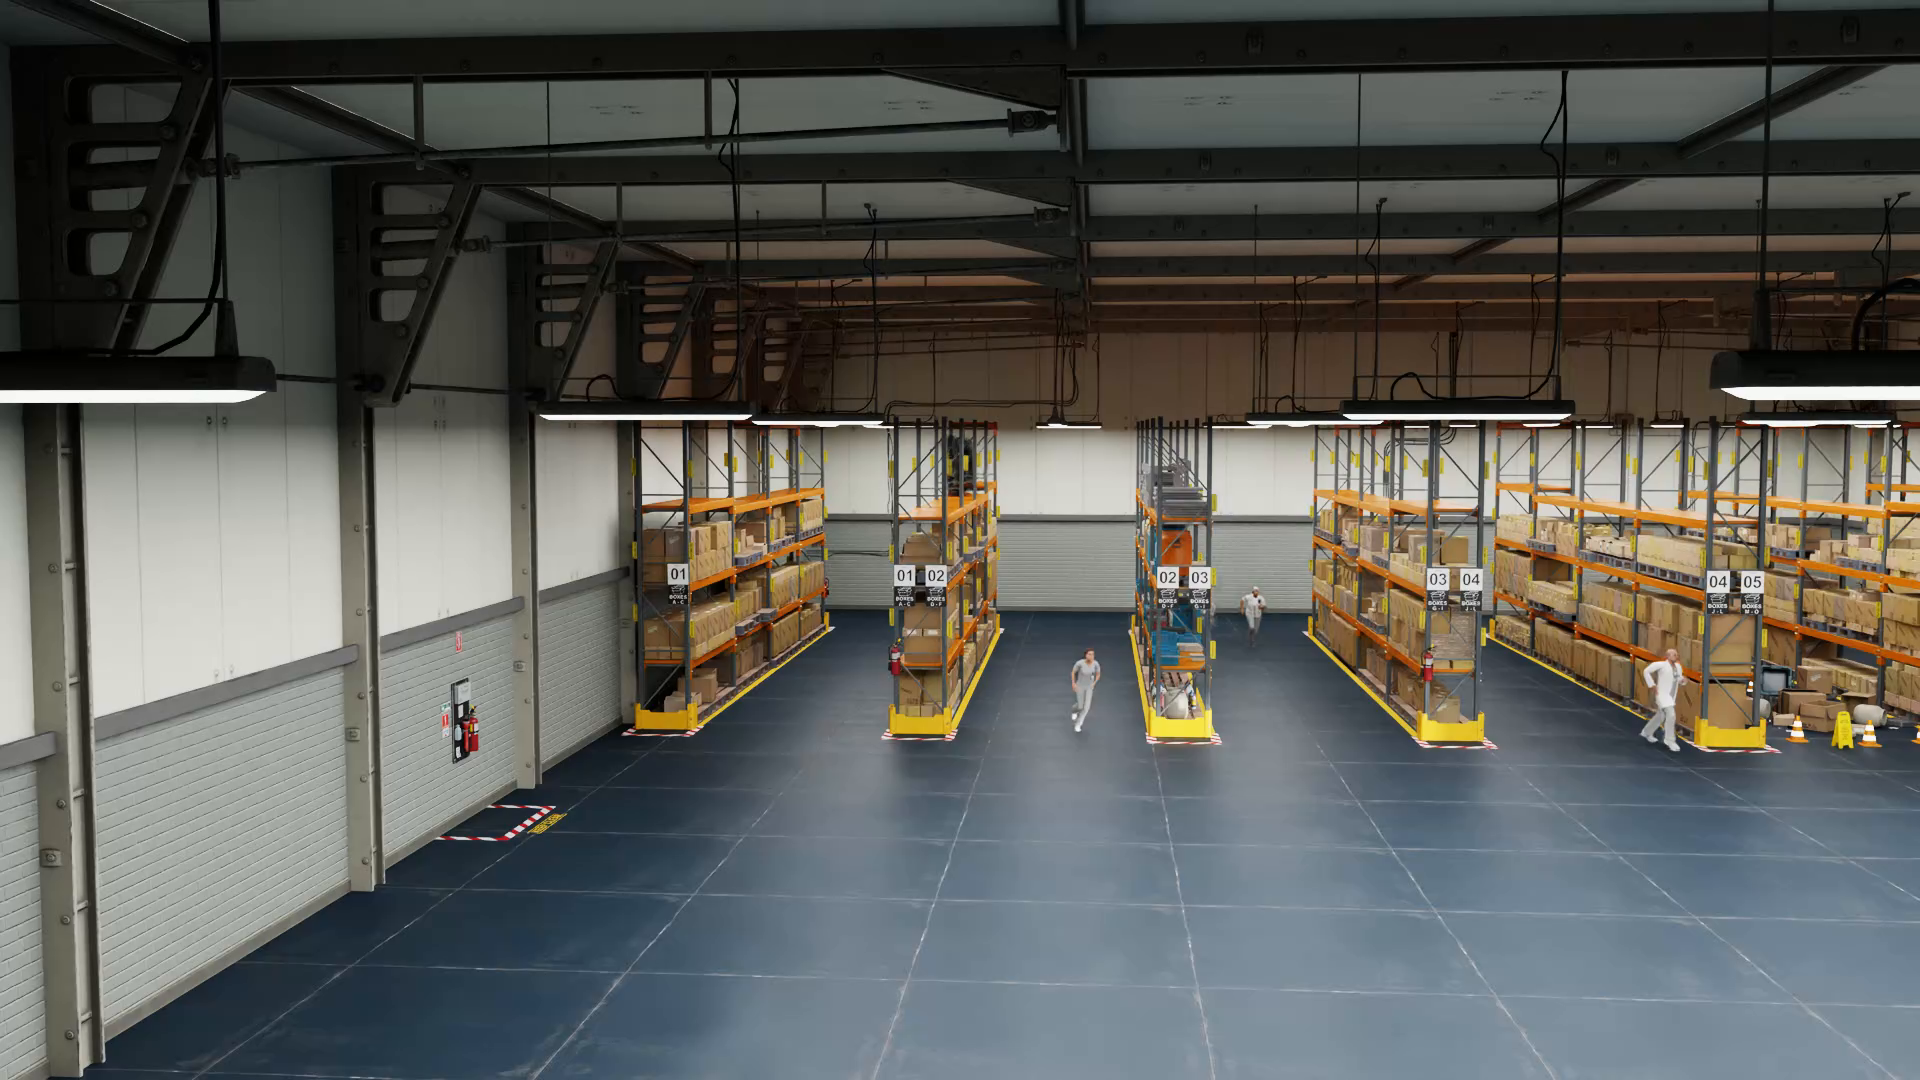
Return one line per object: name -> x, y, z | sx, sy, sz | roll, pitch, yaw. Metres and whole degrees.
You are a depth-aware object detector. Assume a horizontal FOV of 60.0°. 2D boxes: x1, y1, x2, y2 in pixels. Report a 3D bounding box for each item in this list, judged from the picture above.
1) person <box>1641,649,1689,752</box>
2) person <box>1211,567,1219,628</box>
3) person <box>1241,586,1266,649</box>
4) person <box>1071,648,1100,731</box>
person -> 12.783, 2.922, 30.139 | 0.715, 1.717, 0.898 | -2, 4, -27
person -> 7.069, 1.681, 48.597 | 0.990, 1.793, 0.653 | 1, 4, 16
person -> 7.733, 2.038, 43.793 | 0.631, 1.652, 0.786 | 0, 4, 1
person -> 2.401, 2.856, 32.023 | 0.545, 1.599, 0.654 | -1, 4, -16
